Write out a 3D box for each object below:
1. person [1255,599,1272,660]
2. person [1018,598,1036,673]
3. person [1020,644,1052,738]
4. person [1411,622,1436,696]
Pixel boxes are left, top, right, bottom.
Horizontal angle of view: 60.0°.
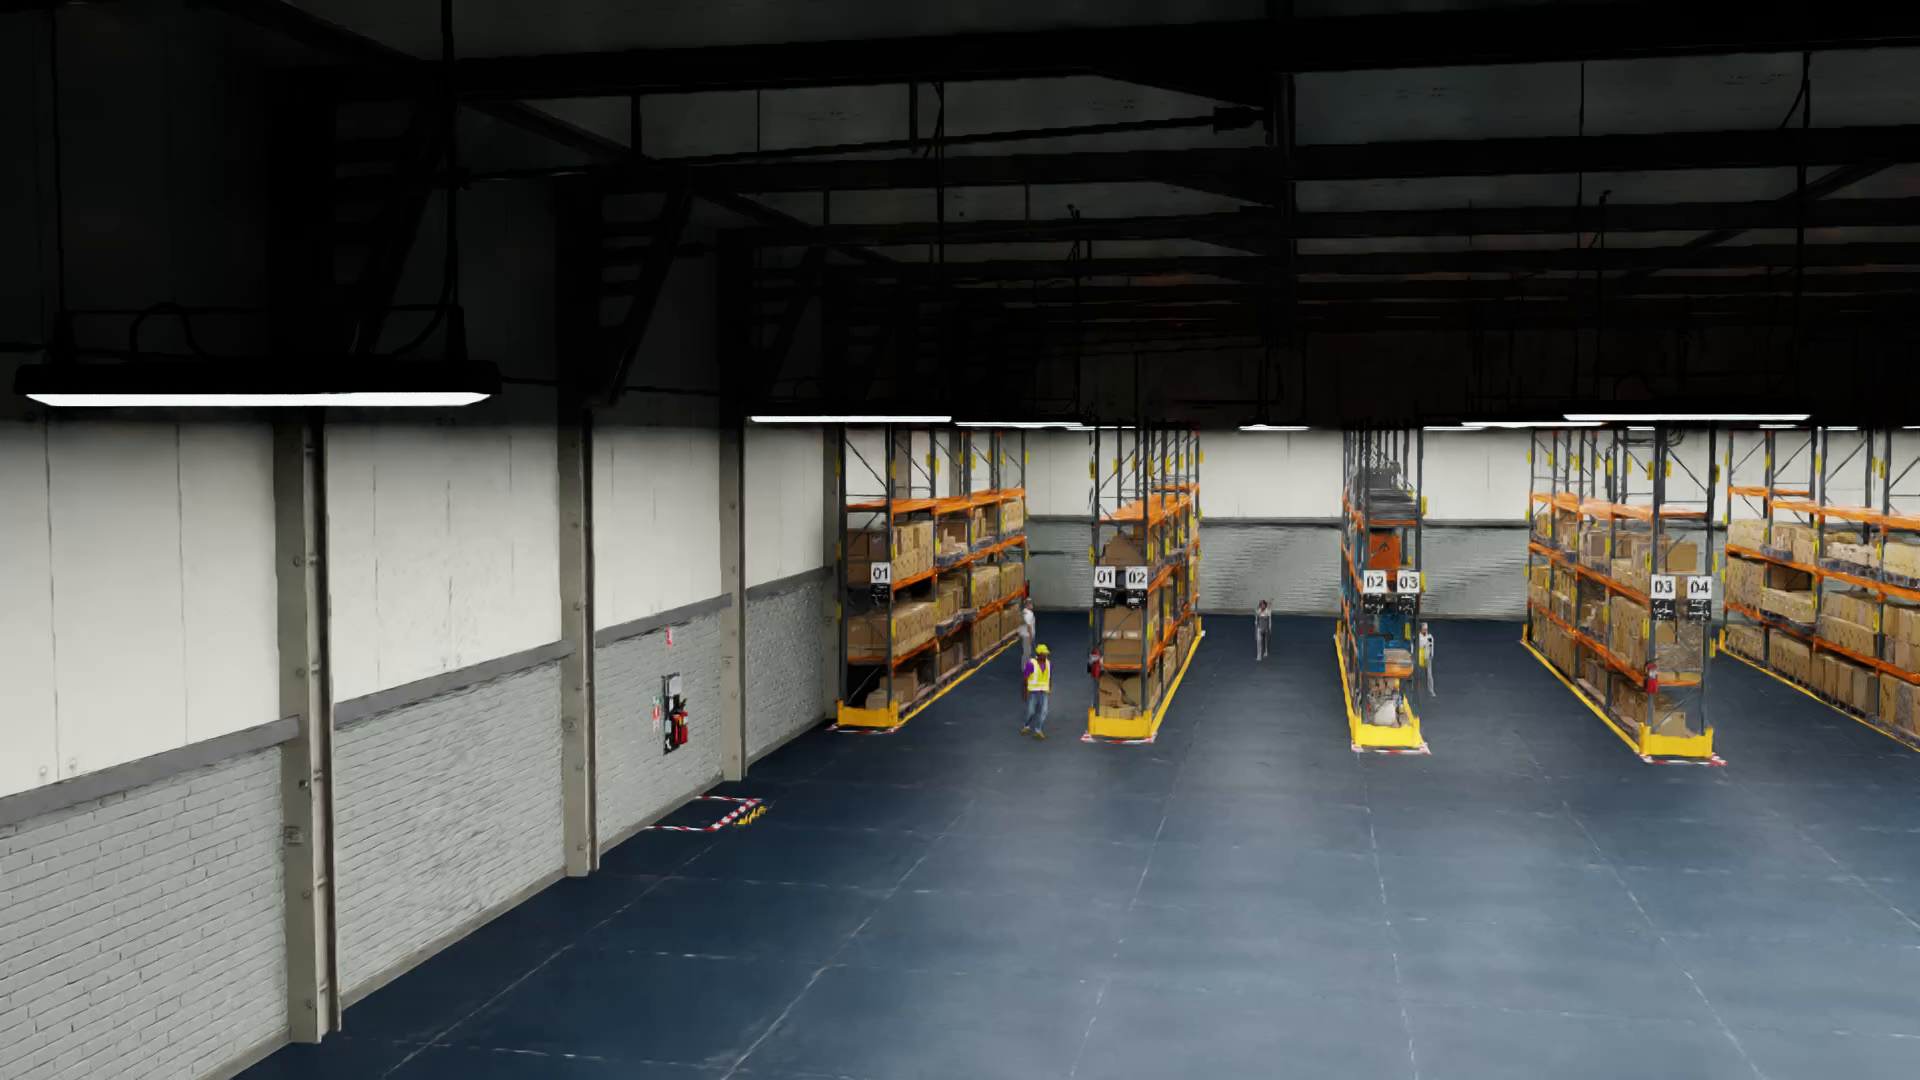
[{"bbox_3d":[7.641,2.240,41.836,0.416,1.525,1.034,1,4,10],"label":"person"},{"bbox_3d":[1.641,2.276,39.444,0.492,1.755,0.626,-1,4,-13],"label":"person"},{"bbox_3d":[1.431,2.823,31.243,0.610,1.754,0.578,-2,4,-24],"label":"person"},{"bbox_3d":[10.066,2.554,36.176,0.511,1.598,1.057,0,4,2],"label":"person"}]
